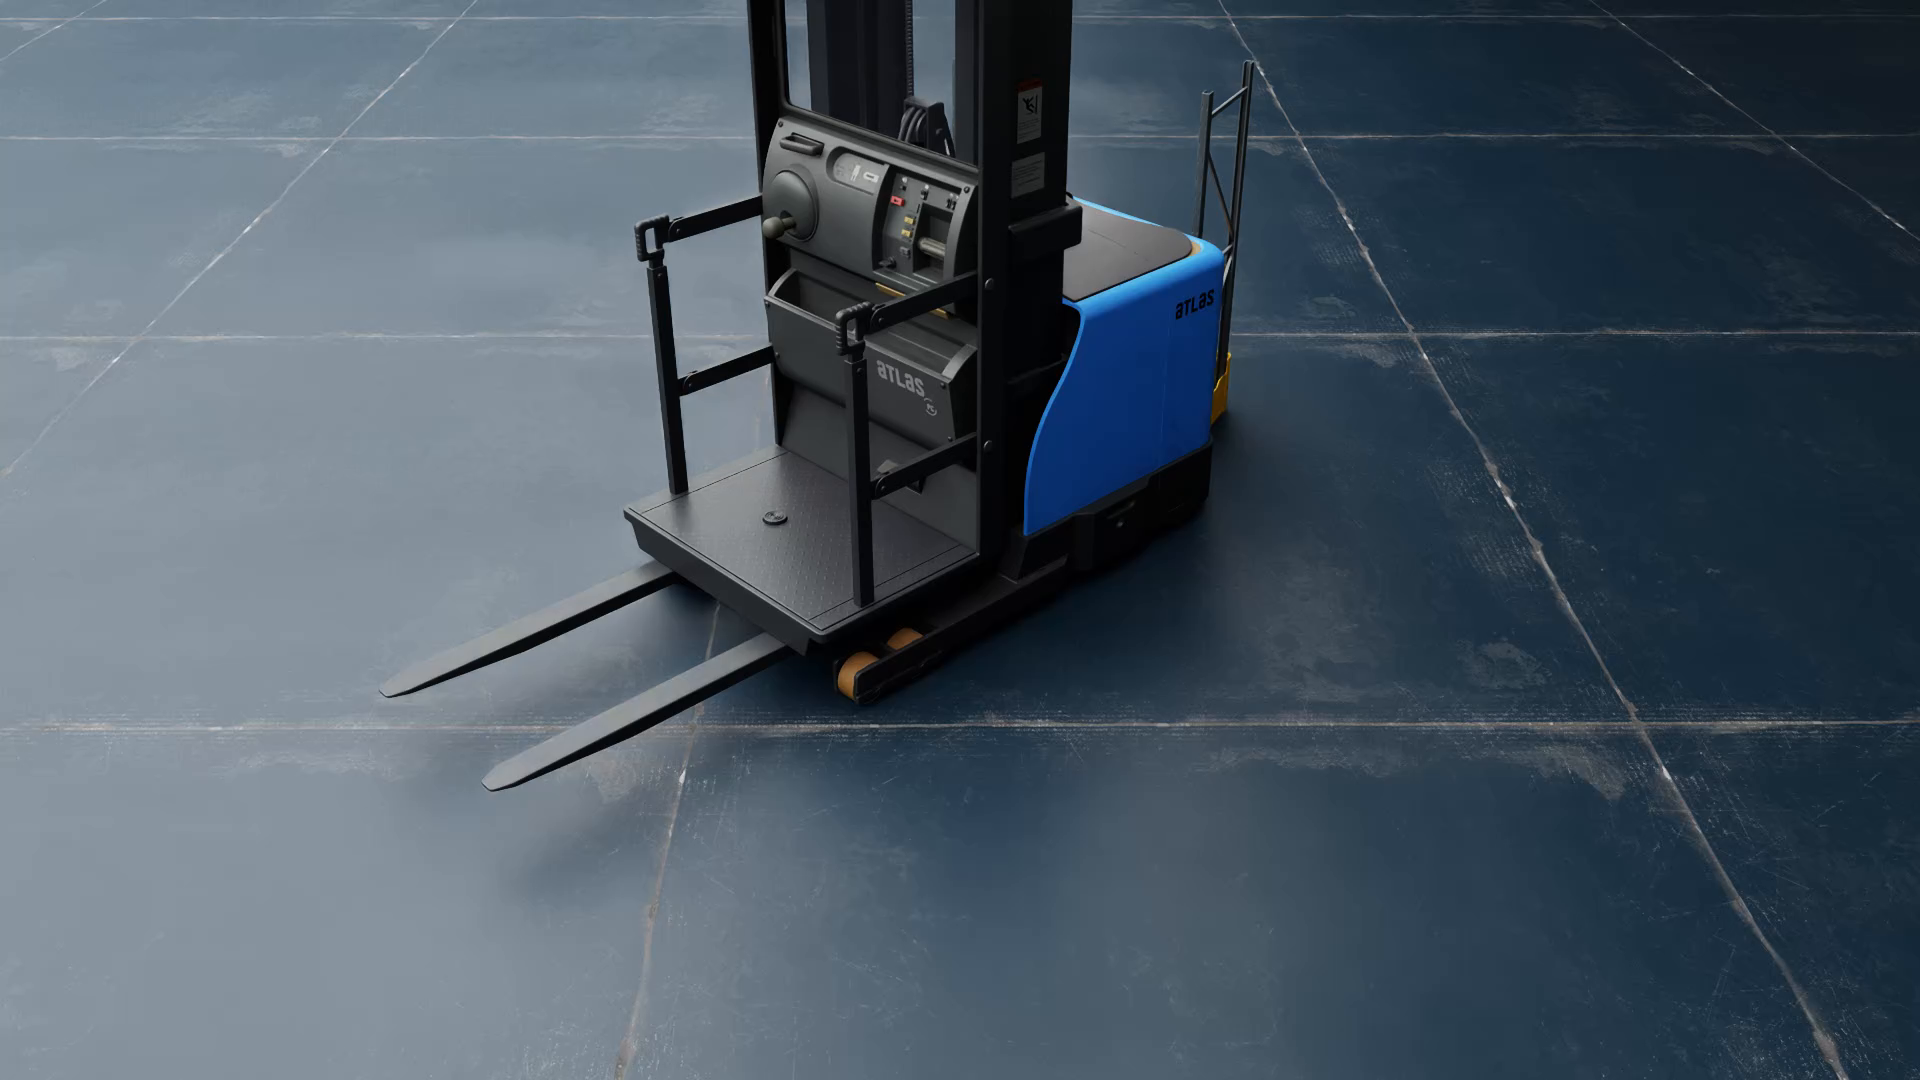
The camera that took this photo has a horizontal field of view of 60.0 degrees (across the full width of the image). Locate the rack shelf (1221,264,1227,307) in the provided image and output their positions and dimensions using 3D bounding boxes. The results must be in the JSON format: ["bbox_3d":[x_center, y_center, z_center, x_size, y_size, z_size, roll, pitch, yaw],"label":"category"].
[{"bbox_3d":[0.553,-1.057,6.893,1.000,0.185,0.538,15,34,23],"label":"rack shelf"}]

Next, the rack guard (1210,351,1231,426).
[{"bbox_3d":[0.987,-0.560,6.932,0.087,0.250,0.587,15,34,23],"label":"rack guard"}]

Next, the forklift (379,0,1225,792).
[{"bbox_3d":[-0.454,-1.027,5.118,3.031,2.935,1.130,-26,40,-36],"label":"forklift"}]

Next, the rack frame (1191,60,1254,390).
[{"bbox_3d":[1.005,-1.090,6.600,0.032,1.500,0.500,15,34,23],"label":"rack frame"}]

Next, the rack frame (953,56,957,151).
[{"bbox_3d":[0.102,-1.333,7.000,0.032,1.500,0.500,15,34,23],"label":"rack frame"}]

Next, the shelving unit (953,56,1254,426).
[{"bbox_3d":[0.545,-1.213,6.804,1.083,1.500,0.587,15,34,23],"label":"shelving unit"}]
